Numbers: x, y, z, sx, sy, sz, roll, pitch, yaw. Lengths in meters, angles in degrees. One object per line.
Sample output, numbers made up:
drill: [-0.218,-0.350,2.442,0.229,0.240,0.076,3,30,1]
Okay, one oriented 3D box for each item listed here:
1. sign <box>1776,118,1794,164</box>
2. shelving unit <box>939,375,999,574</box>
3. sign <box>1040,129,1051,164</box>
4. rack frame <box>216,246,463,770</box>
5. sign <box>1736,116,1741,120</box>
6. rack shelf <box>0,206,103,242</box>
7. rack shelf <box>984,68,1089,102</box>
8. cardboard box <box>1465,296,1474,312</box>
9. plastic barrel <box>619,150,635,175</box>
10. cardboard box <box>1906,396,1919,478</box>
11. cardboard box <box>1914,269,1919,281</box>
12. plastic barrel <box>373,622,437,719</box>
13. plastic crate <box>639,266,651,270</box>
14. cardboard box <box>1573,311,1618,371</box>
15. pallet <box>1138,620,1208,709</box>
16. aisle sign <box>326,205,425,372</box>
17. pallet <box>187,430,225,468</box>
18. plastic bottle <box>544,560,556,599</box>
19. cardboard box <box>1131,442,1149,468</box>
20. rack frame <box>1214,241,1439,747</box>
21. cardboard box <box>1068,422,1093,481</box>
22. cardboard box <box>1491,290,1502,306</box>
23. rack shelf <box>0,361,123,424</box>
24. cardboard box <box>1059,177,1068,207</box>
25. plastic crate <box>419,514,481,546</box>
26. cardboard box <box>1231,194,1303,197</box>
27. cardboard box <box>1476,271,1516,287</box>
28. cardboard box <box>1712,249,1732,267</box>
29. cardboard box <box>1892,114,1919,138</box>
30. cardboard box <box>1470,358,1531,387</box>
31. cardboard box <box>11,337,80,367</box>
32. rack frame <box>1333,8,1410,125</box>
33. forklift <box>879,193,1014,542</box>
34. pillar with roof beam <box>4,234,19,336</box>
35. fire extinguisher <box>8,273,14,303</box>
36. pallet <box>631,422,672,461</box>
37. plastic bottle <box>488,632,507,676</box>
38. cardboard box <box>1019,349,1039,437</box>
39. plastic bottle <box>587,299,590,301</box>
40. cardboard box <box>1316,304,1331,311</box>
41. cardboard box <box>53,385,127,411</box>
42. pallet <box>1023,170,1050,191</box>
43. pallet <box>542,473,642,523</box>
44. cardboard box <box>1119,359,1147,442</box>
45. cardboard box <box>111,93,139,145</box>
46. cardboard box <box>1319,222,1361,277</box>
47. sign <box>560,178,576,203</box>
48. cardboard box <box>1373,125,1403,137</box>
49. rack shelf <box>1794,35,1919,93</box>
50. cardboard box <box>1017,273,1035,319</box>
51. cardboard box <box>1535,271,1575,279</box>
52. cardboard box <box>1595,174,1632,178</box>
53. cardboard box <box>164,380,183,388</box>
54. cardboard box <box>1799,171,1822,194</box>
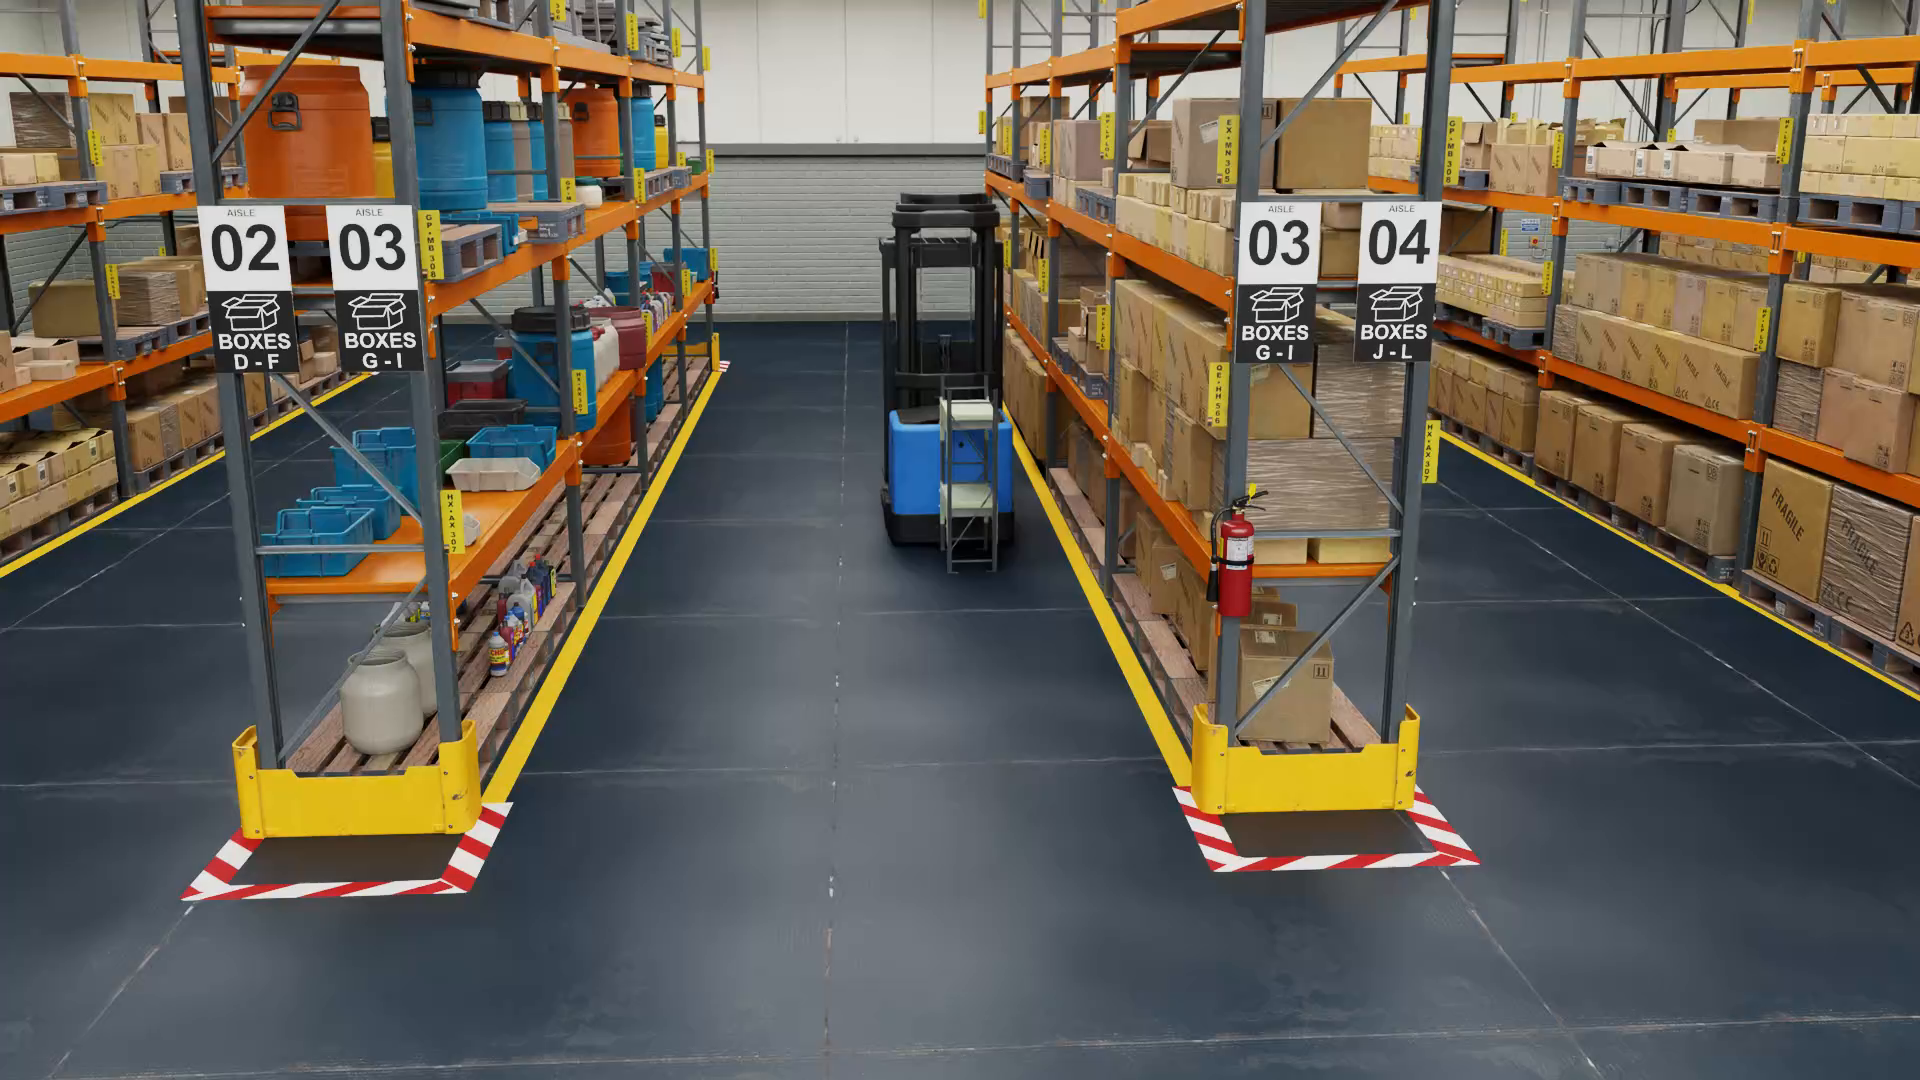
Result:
sign: [6.029,-2.916,12.150,0.100,0.325,0.005,-1,14,-3]
shelving unit: [0.068,-0.548,13.646,0.431,1.500,0.755,-1,14,-5]
sign: [0.811,-3.749,15.862,0.100,0.325,0.005,-1,14,-3]
rack frame: [-3.082,0.052,8.305,1.000,3.000,0.127,-1,14,-3]
sign: [11.304,-6.005,24.208,0.100,0.325,0.005,-1,14,-3]
rack shelf: [-8.398,-2.469,13.527,1.077,0.370,4.000,-1,14,-3]
rack shelf: [0.994,-5.870,21.527,1.077,0.370,4.000,-1,14,-3]
cardboard box: [5.759,-2.582,18.204,0.380,0.149,0.250,0,14,-2]
plastic barrel: [-3.414,-3.786,16.669,0.294,0.245,0.294,0,14,0]
cardboard box: [6.711,-0.649,10.729,0.875,0.550,0.500,-1,14,-3]
cardboard box: [10.900,-3.076,18.253,0.500,0.500,0.500,-1,14,-3]
plastic barrel: [-3.230,0.766,9.679,0.421,0.512,0.421,0,14,0]
plastic crate: [-4.346,-3.645,22.890,0.416,0.233,0.300,-1,14,-3]
cardboard box: [6.115,-1.872,15.581,0.500,0.500,0.500,-1,14,-4]
pallet: [1.769,0.802,10.987,1.003,0.211,1.213,-1,14,-3]
aisle sign: [-2.785,-1.194,7.930,0.394,0.787,0.004,-1,14,-3]
pallet: [-8.603,-1.001,17.992,1.003,0.211,1.213,-1,14,-3]
plastic bottle: [-2.971,0.274,12.010,0.061,0.283,0.133,0,14,-1]
cardboard box: [1.372,-0.591,11.307,0.380,0.149,0.250,-1,14,-3]
rack frame: [1.862,-0.025,8.603,1.000,3.000,0.127,-1,14,-3]
cardboard box: [1.427,-0.850,15.946,0.700,0.500,0.500,-2,15,-6]
cardboard box: [5.800,-2.539,17.439,0.380,0.149,0.250,-1,14,-2]
rack shelf: [-8.398,-1.017,13.901,1.077,0.370,4.000,-1,14,-3]
cardboard box: [1.172,-3.146,15.015,0.500,0.250,0.500,-1,14,-2]
plastic crate: [-2.816,-0.048,9.223,0.298,0.136,0.250,-1,14,-3]
cardboard box: [1.634,-1.729,8.706,0.380,0.149,0.250,-1,14,-5]
cardboard box: [5.776,-2.804,17.874,0.380,0.149,0.250,-1,14,-3]
cardboard box: [10.625,-3.705,22.706,0.500,0.500,0.500,0,14,-2]
cardboard box: [6.319,-2.691,10.805,0.380,0.149,0.250,-1,14,-3]
cardboard box: [5.961,-1.840,18.326,0.500,0.250,0.500,-1,14,-2]
cardboard box: [-8.543,-1.728,15.402,0.500,0.311,0.500,0,14,0]
rack frame: [5.827,-6.961,23.521,1.000,3.000,0.127,-1,14,-3]
forklift: [-0.175,-1.714,15.306,1.130,2.935,3.031,-1,14,-5]
pillar with roof beam: [-10.695,-7.404,25.245,9.100,9.000,0.400,-1,14,-3]
fire extinguisher: [-13.510,-3.601,23.406,0.296,0.674,0.183,-1,14,-3]
pallet: [-3.741,-1.086,18.322,1.003,0.211,1.213,-1,14,-3]
plastic bottle: [-2.883,0.704,10.362,0.097,0.271,0.097,0,14,0]
cardboard box: [1.296,-1.582,18.078,1.225,0.875,0.875,-1,14,-3]
plastic bottle: [-4.173,-2.557,18.681,0.061,0.283,0.133,-1,14,-3]
cardboard box: [2.006,-1.215,10.426,0.500,0.500,0.500,-1,14,-3]
cardboard box: [-8.822,-1.471,16.852,0.500,0.250,0.500,0,14,-1]
pallet: [1.201,-3.813,17.685,1.003,0.211,1.213,0,14,-1]
pallet: [-3.568,-0.394,15.635,1.003,0.211,1.213,-1,14,-3]
cardboard box: [1.576,-0.974,11.495,0.875,0.500,0.500,-1,14,-3]
cardboard box: [-8.606,-4.210,16.642,0.500,0.500,0.500,-1,14,-3]
cardboard box: [2.090,-1.529,8.729,0.500,0.250,0.500,0,14,-2]
sign: [-2.780,-2.406,11.819,0.100,0.325,0.005,-1,14,-3]
cardboard box: [5.687,-5.400,21.971,0.380,0.149,0.250,0,14,-2]
rack shelf: [6.694,-2.937,10.128,1.077,0.370,4.000,-1,14,-3]
cardboard box: [0.929,-2.814,19.244,0.500,0.500,0.500,-1,14,-3]
cardboard box: [6.423,-2.815,17.913,0.380,0.149,0.250,0,14,-1]
cardboard box: [6.553,-3.713,16.717,0.500,0.500,0.500,-1,14,-3]
cardboard box: [-8.915,-1.479,18.387,0.500,0.500,0.500,-1,14,-3]
cardboard box: [6.254,-2.558,11.889,0.380,0.149,0.250,-1,14,-4]
